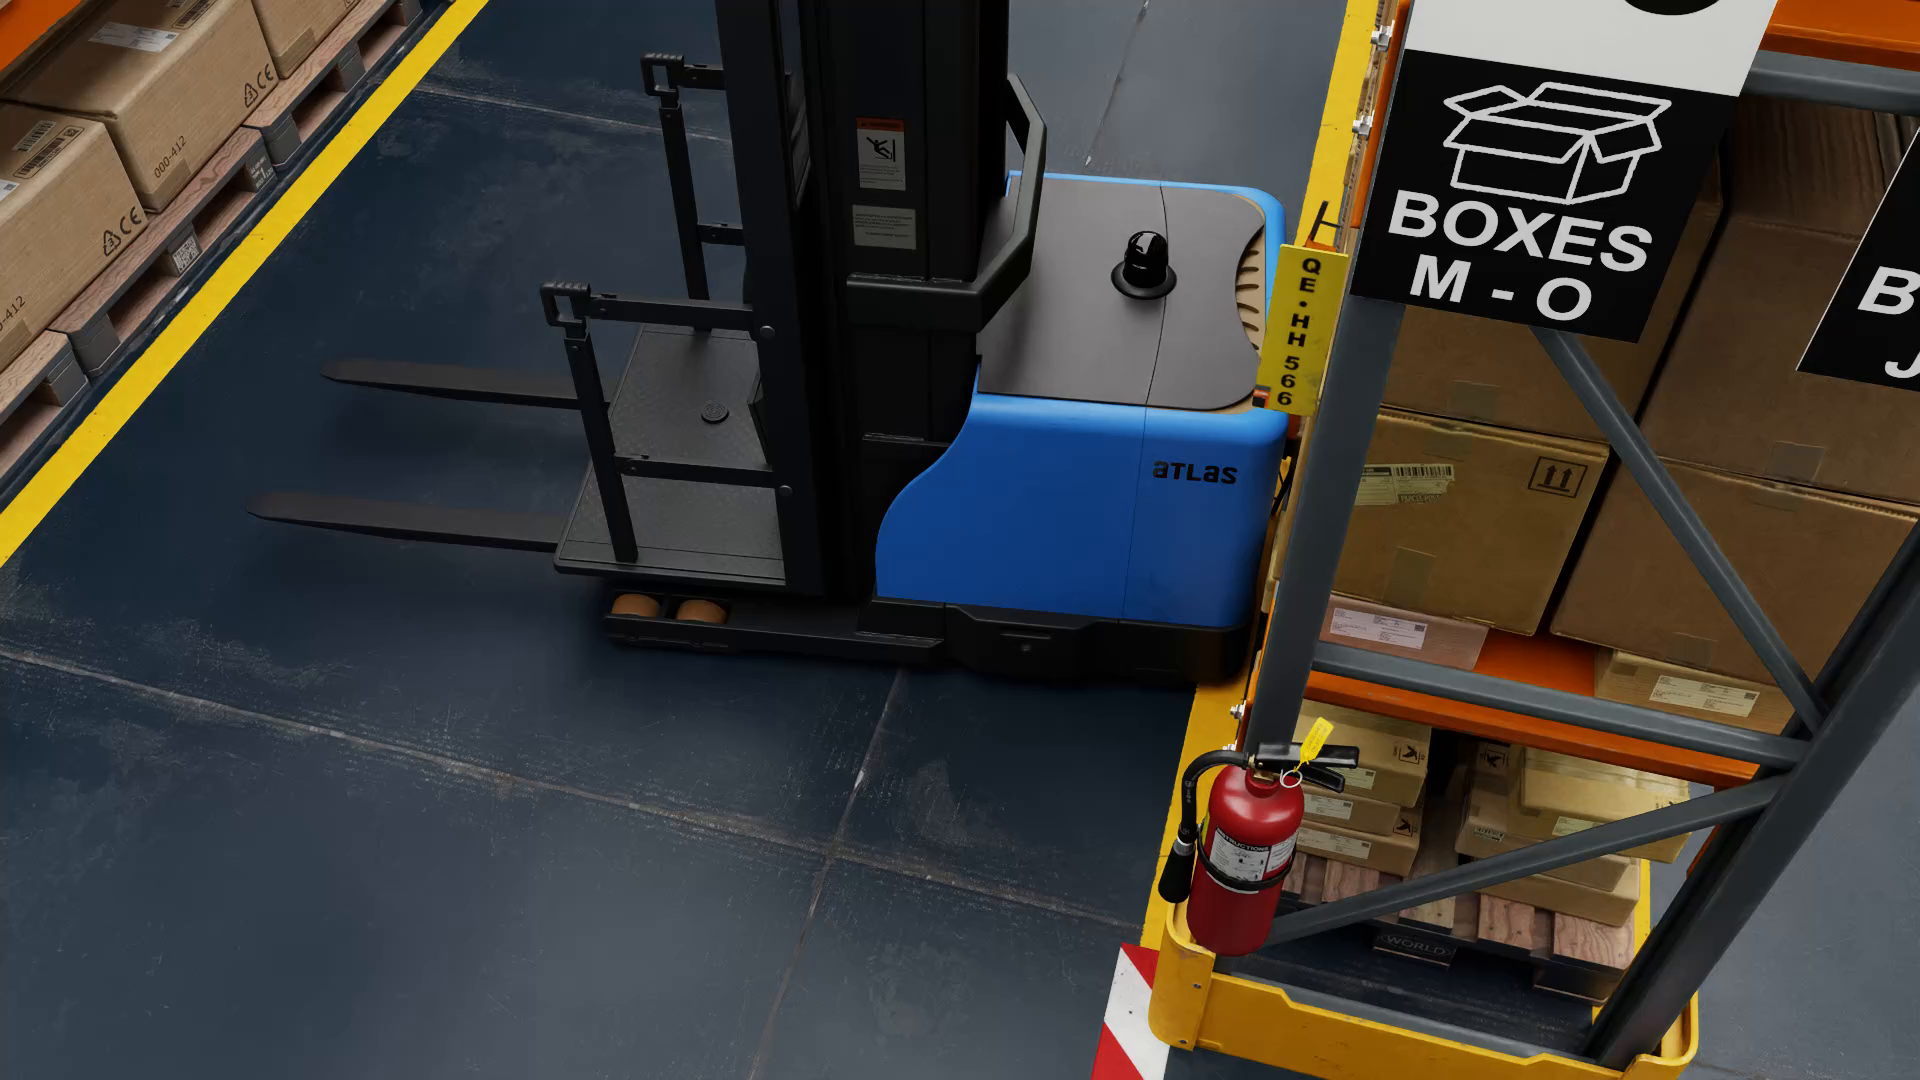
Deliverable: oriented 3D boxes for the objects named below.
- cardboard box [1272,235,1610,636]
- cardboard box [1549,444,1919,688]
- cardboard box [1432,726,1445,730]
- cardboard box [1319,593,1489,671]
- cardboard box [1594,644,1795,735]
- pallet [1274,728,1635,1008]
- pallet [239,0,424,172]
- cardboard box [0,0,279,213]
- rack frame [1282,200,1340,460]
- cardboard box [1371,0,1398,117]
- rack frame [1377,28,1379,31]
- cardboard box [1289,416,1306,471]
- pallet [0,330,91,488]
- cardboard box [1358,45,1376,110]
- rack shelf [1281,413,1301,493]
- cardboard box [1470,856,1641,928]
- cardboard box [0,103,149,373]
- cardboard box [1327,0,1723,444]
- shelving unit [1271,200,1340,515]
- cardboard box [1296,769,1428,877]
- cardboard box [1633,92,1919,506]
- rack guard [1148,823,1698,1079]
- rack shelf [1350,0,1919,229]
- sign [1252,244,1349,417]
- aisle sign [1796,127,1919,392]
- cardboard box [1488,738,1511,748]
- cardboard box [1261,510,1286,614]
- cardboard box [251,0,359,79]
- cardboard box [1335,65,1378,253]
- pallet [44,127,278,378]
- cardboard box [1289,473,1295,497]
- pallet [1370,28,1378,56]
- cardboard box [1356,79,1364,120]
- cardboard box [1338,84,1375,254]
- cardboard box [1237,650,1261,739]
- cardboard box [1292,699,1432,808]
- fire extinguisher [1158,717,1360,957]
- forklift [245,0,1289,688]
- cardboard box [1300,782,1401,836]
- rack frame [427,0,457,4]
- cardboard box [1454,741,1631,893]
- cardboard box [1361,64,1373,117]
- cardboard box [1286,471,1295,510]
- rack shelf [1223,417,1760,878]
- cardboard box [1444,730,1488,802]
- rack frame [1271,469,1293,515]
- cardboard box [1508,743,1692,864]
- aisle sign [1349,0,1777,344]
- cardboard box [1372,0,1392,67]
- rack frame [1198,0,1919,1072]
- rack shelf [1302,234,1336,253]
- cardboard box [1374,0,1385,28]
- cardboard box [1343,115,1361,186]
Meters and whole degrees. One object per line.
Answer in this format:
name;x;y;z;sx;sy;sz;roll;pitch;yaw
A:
cardboard box;0.917;-0.210;3.169;0.500;0.500;0.500;12;50;11
cardboard box;1.432;-0.104;3.076;0.500;0.500;0.500;14;50;12
cardboard box;1.064;0.302;4.208;0.380;0.149;0.250;12;50;11
cardboard box;0.860;0.089;3.338;0.380;0.149;0.250;12;50;10
cardboard box;1.449;0.211;3.231;0.380;0.149;0.250;11;50;10
pallet;1.315;0.585;4.593;1.003;0.211;1.213;12;50;10
pallet;-2.978;-2.042;6.912;1.003;0.211;1.213;12;50;10
cardboard box;-3.206;-1.710;6.187;0.875;0.438;0.875;10;49;9
rack frame;1.044;-0.607;5.059;0.200;1.050;0.008;17;53;4
cardboard box;1.061;-0.912;3.122;0.500;0.500;0.500;10;49;9
rack frame;2.100;-2.596;5.540;1.000;3.000;0.127;12;50;10
cardboard box;1.156;-0.291;4.731;0.380;0.149;0.250;13;50;11
pallet;-3.620;-0.277;5.354;1.003;0.211;1.213;12;50;10
cardboard box;1.696;-1.691;6.165;0.380;0.149;0.250;14;50;12
rack shelf;0.975;-0.343;5.213;0.215;0.259;0.240;17;53;4
cardboard box;1.494;0.786;4.177;0.380;0.149;0.250;12;50;11
cardboard box;-3.445;-1.058;5.612;0.875;0.438;0.875;13;50;11
cardboard box;0.928;-0.545;2.798;0.500;0.500;0.500;11;49;9
shelving unit;1.011;-0.515;4.985;0.215;1.050;0.252;17;53;4
cardboard box;0.985;0.680;4.271;0.380;0.149;0.250;12;50;11
cardboard box;1.422;-0.437;2.703;0.500;0.500;0.500;11;50;10
rack guard;1.067;1.070;3.973;1.175;0.500;0.348;12;50;10
rack shelf;1.574;-1.904;3.409;1.077;0.370;4.000;12;50;10
sign;0.517;-0.314;2.544;0.100;0.325;0.005;12;50;10
aisle sign;1.317;-0.451;1.913;0.394;0.787;0.004;12;50;10
cardboard box;1.559;0.488;4.241;0.380;0.149;0.250;11;50;10
cardboard box;1.009;0.089;4.395;0.380;0.149;0.250;11;49;9
cardboard box;-2.971;-2.358;6.759;0.875;0.438;0.875;11;49;9
cardboard box;1.182;-0.950;3.823;0.500;0.500;0.500;12;50;10
pallet;-3.297;-1.157;6.130;1.003;0.211;1.213;12;50;10
cardboard box;1.170;-0.188;4.838;0.380;0.149;0.250;12;50;11
pallet;2.304;-2.237;7.083;1.003;0.211;1.213;12;50;10
cardboard box;1.694;-1.591;6.275;0.380;0.149;0.250;10;49;8
cardboard box;1.058;-0.581;3.497;0.500;0.500;0.500;11;49;9
cardboard box;0.955;0.474;4.452;0.380;0.149;0.250;13;50;11
cardboard box;0.942;0.472;4.057;0.380;0.149;0.250;12;50;10
fire extinguisher;0.536;0.538;3.075;0.296;0.674;0.183;12;50;10
forklift;-0.623;-1.026;4.200;3.031;2.935;1.130;5;49;4
cardboard box;0.911;0.565;4.173;0.380;0.149;0.250;10;49;9
rack frame;-2.702;-3.500;6.338;1.000;3.000;0.127;12;50;10
cardboard box;1.433;0.675;4.076;0.380;0.149;0.250;13;50;12
cardboard box;1.323;-1.309;4.139;0.500;0.500;0.500;14;50;12
cardboard box;1.166;-0.078;4.940;0.380;0.149;0.250;10;49;8
rack shelf;1.574;-0.911;4.533;1.077;0.370;4.000;12;50;10
cardboard box;1.484;0.581;4.358;0.380;0.149;0.250;11;50;10
rack frame;0.979;-0.424;4.910;0.200;1.050;0.008;17;53;4
cardboard box;1.513;0.593;3.950;0.380;0.149;0.250;10;49;8
aisle sign;0.739;-0.569;2.018;0.394;0.787;0.004;12;50;10
cardboard box;1.189;-1.289;3.455;0.500;0.500;0.500;14;50;12
rack frame;1.047;0.297;2.987;1.000;3.000;0.127;12;50;10
rack shelf;1.046;-0.678;4.768;0.215;0.259;0.240;17;53;4
cardboard box;1.436;-1.702;4.487;0.500;0.500;0.500;11;49;9
cardboard box;1.624;-1.399;6.105;0.380;0.149;0.250;13;50;11
